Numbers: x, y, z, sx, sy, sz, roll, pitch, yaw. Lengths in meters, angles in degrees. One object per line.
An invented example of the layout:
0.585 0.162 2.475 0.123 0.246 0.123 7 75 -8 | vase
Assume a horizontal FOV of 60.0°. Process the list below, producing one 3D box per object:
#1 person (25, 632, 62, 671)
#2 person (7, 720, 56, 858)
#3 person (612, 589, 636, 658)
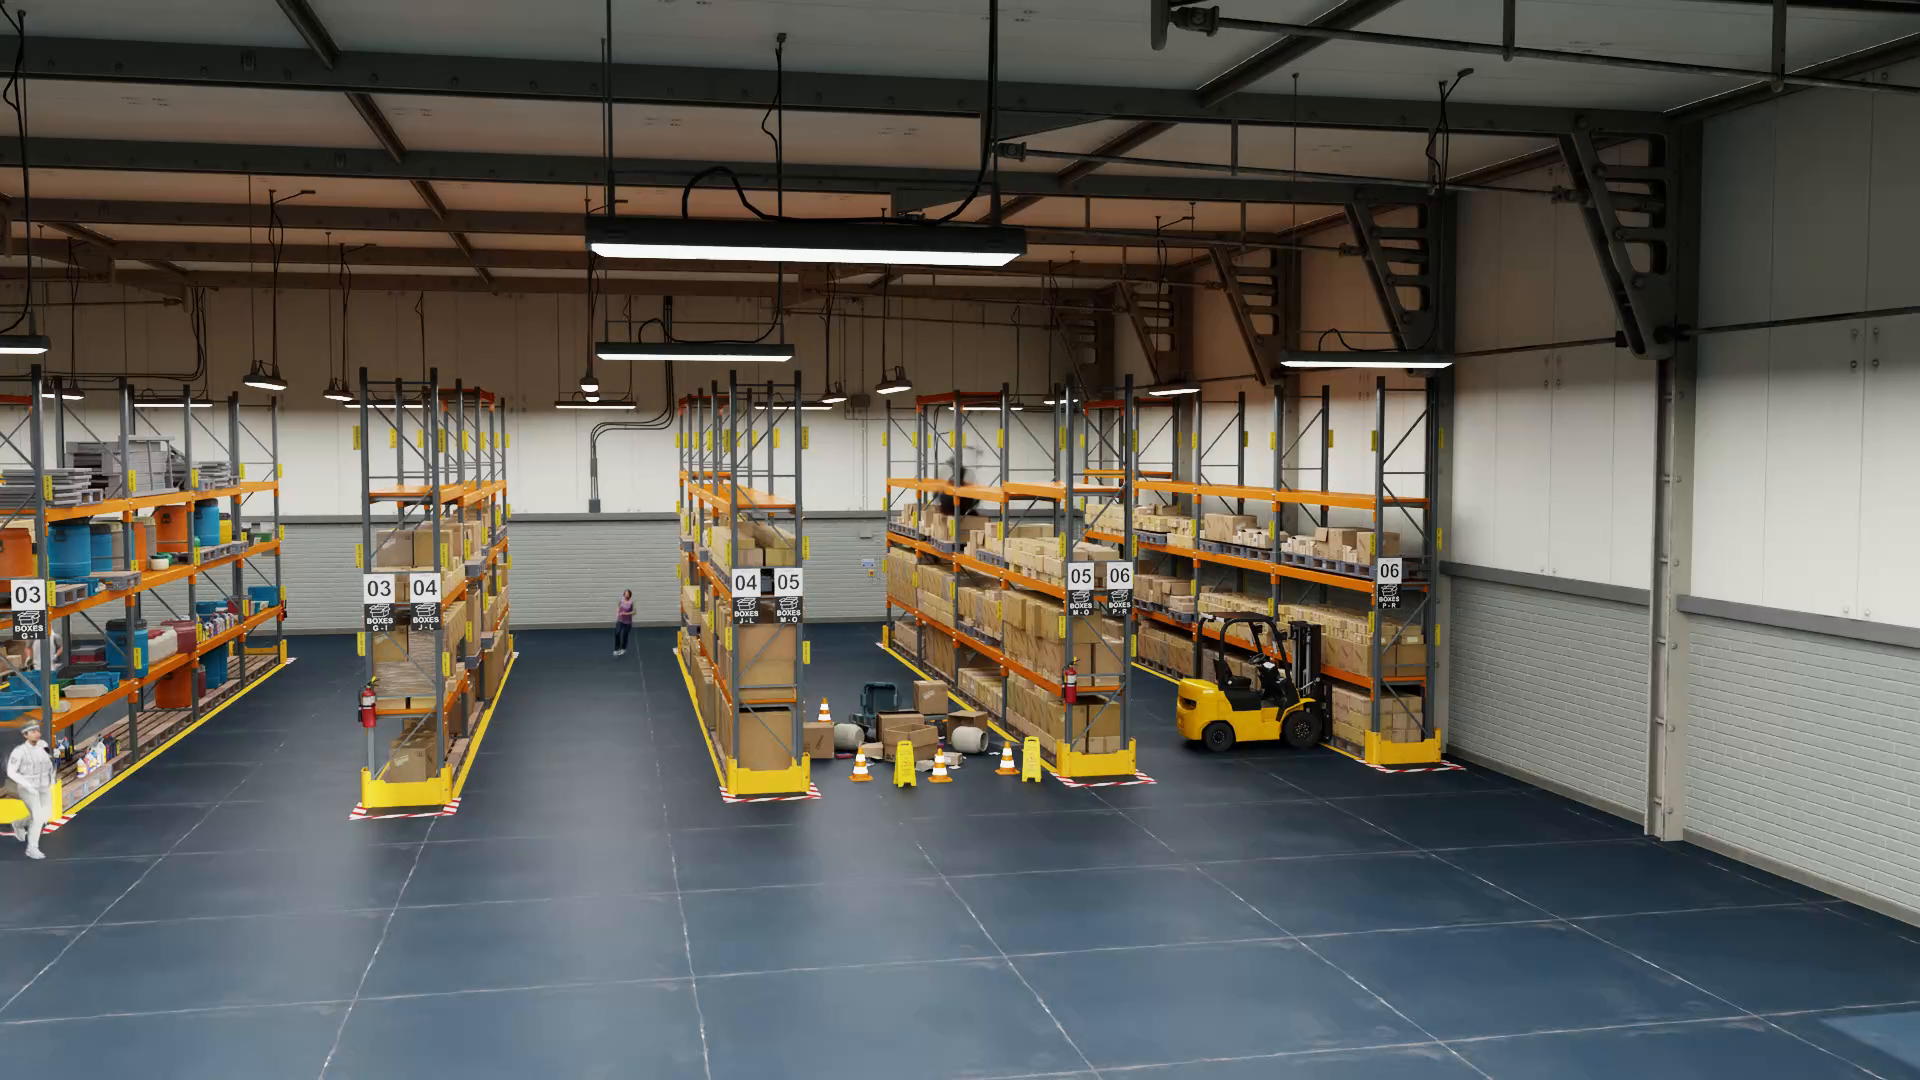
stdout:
-16.971 2.300 30.842 0.658 1.738 0.601 -2 4 -25 | person
-11.230 2.989 20.077 0.628 1.684 0.629 1 4 23 | person
-7.757 1.925 38.579 0.561 1.596 0.645 0 3 4 | person
